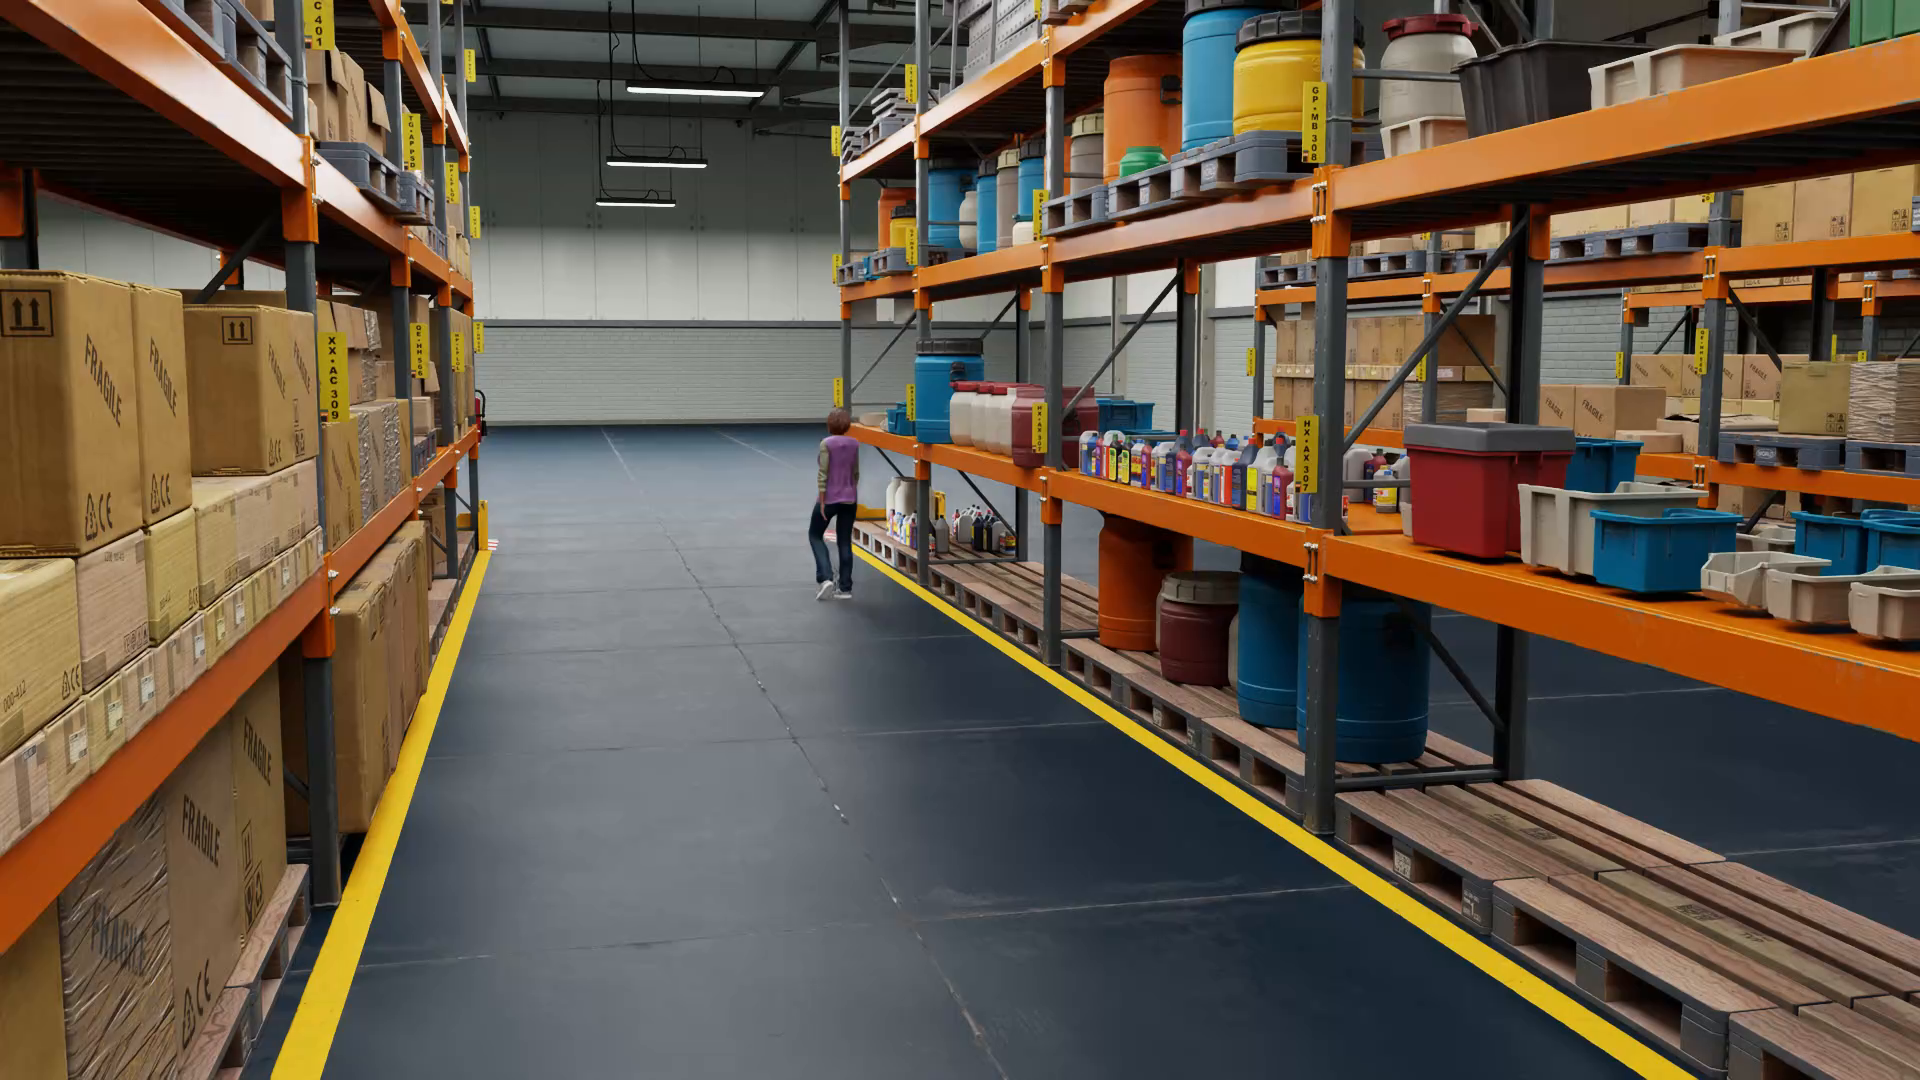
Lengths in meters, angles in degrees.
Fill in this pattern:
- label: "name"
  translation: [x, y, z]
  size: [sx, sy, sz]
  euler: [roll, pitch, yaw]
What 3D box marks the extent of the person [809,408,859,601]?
- label: "person"
  translation: [-1.030, -0.286, 13.895]
  size: [0.419, 1.628, 0.450]
  euler: [-3, 7, -28]
